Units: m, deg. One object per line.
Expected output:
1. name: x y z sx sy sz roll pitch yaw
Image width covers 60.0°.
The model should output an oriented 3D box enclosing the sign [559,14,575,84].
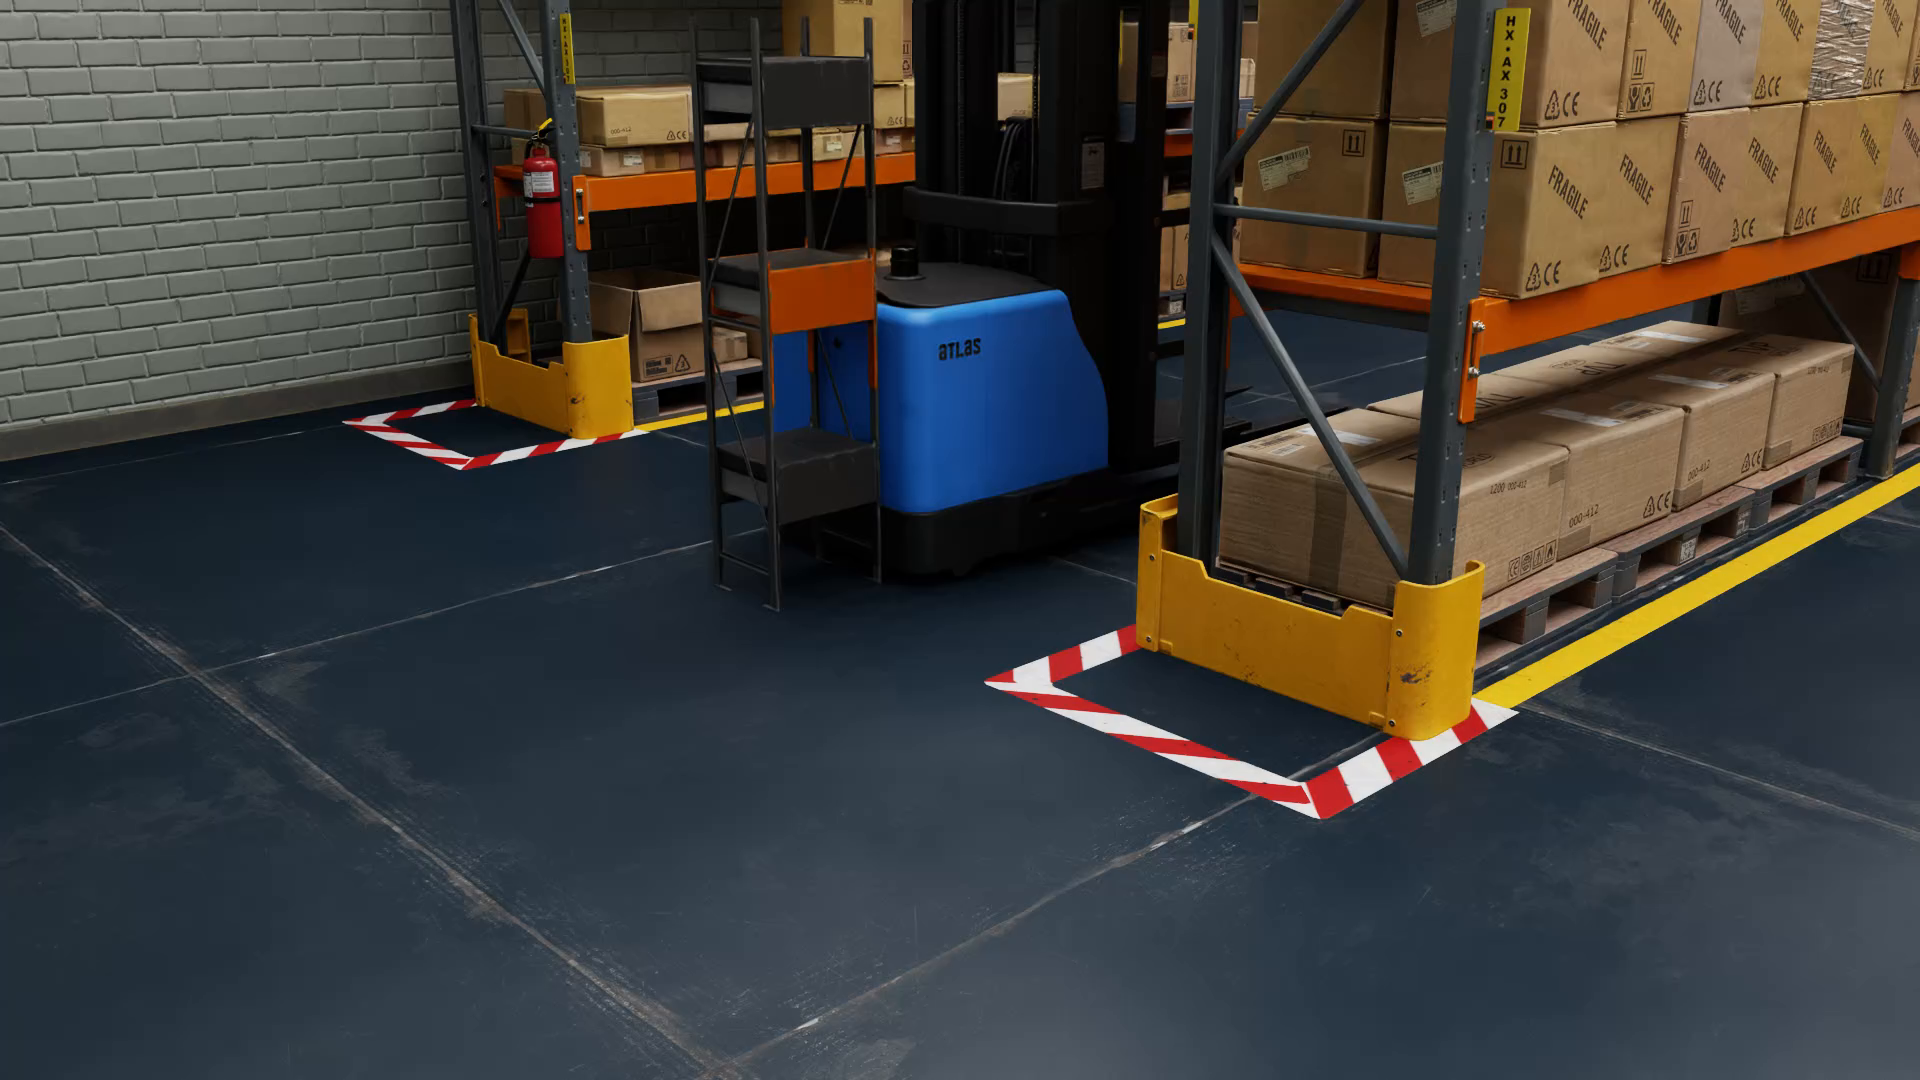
1. sign: -1.904 -2.377 8.050 0.005 0.325 0.100 -16 24 -41

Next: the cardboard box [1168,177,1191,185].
1. cardboard box: 1.610 -2.680 12.708 0.250 0.149 0.380 -16 24 -40

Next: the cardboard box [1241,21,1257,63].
1. cardboard box: 2.081 -3.510 12.105 0.500 0.500 0.700 -16 24 -41

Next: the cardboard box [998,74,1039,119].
1. cardboard box: 0.427 -2.842 10.648 0.500 0.250 0.500 -15 24 -39

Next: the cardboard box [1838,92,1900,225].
1. cardboard box: 3.511 -1.605 6.909 0.500 0.500 0.500 -17 25 -42

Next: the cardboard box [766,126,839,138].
1. cardboard box: -1.030 -2.408 9.309 0.500 0.250 0.500 -17 24 -42

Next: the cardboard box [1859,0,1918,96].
1. cardboard box: 3.515 -2.079 6.749 0.500 0.500 0.500 -17 24 -42

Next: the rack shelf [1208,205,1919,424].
1. rack shelf: 2.589 -1.057 6.548 4.000 0.370 1.077 -16 24 -41

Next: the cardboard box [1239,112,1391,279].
1. cardboard box: 1.305 -1.185 5.613 0.500 0.500 0.500 -16 24 -41

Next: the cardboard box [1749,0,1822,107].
1. cardboard box: 2.782 -1.864 6.088 0.500 0.500 0.500 -16 24 -41

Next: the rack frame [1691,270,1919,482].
1. rack frame: 4.043 -1.823 7.744 0.127 3.000 1.000 -16 24 -41

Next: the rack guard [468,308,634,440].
1. rack guard: -2.222 -0.914 8.993 0.348 0.500 1.175 -16 24 -41

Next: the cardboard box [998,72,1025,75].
1. cardboard box: 0.084 -2.960 11.013 0.500 0.250 0.500 -17 24 -41

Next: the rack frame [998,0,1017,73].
1. rack frame: 0.630 -2.935 11.172 0.127 3.000 1.000 -16 24 -41

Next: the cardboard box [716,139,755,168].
1. cardboard box: -1.304 -2.143 9.139 0.250 0.149 0.380 -15 23 -39

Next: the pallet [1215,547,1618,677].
1. pallet: 1.663 0.164 6.137 1.213 0.211 1.003 -16 24 -41

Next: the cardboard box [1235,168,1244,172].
1. cardboard box: 2.345 -2.903 13.395 0.380 0.149 0.250 17 24 41

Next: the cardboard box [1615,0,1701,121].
1. cardboard box: 2.051 -1.648 5.420 0.500 0.500 0.500 -17 25 -42

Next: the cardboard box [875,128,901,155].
1. cardboard box: -0.562 -2.368 9.832 0.250 0.149 0.380 -16 24 -41

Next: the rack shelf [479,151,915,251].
1. rack shelf: -0.824 -2.169 9.976 4.000 0.370 1.077 -16 24 -41

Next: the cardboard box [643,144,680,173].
1. cardboard box: -1.696 -2.040 8.820 0.250 0.149 0.380 -15 24 -39

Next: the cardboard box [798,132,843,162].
1. cardboard box: -0.879 -2.238 9.430 0.380 0.149 0.250 17 25 42

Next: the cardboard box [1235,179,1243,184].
1. cardboard box: 2.155 -2.625 12.537 0.250 0.149 0.380 -16 24 -41

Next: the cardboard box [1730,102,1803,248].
1. cardboard box: 2.765 -1.387 6.238 0.500 0.500 0.500 -15 23 -39

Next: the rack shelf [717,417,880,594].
1. rack shelf: -0.625 -0.144 6.339 0.480 0.518 0.431 -16 24 -40

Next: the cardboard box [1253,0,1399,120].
1. cardboard box: 1.323 -1.654 5.440 0.500 0.500 0.500 -15 23 -39

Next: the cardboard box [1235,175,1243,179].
1. cardboard box: 2.040 -2.775 13.000 0.250 0.149 0.380 -16 24 -40

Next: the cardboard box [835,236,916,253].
1. cardboard box: -0.365 -1.599 10.423 0.700 0.500 0.500 17 24 42

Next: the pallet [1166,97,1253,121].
1. pallet: 2.126 -3.278 12.542 1.213 0.211 1.003 -16 24 -41

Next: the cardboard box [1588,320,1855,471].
1. cardboard box: 3.513 -0.695 7.738 0.875 0.438 0.875 -17 24 -42

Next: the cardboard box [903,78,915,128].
1. cardboard box: -0.298 -2.630 9.994 0.500 0.250 0.500 -16 24 -41

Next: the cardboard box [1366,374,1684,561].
1. cardboard box: 2.206 -0.315 6.565 0.875 0.438 0.875 -15 24 -39

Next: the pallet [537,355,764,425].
1. pallet: -1.643 -0.946 9.560 1.213 0.211 1.003 -16 24 -41

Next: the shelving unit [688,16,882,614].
1. shelving unit: -0.625 -0.823 6.119 0.503 2.100 0.431 -16 24 -40

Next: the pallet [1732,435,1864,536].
1. pallet: 3.436 -0.353 7.731 1.213 0.211 1.003 -16 24 -41

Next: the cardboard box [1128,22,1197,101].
1. cardboard box: 1.511 -3.344 11.592 0.500 0.500 0.700 -16 24 -40

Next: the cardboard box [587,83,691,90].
1. cardboard box: -1.749 -2.423 9.356 0.500 0.250 0.500 -16 24 -41

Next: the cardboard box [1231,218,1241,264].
1. cardboard box: 1.882 -2.217 12.332 0.500 0.500 0.500 17 25 42

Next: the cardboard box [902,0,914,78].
1. cardboard box: -0.635 -3.106 10.245 0.500 0.500 0.500 -17 25 -42

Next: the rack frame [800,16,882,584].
1. rack frame: -0.444 -0.874 6.275 0.015 2.100 0.400 -16 24 -40

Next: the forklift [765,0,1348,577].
1. forklift: 0.605 -1.614 7.212 3.031 2.935 1.130 -16 24 -40

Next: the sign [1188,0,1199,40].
1. sign: 0.774 -1.763 5.299 0.005 0.325 0.100 -16 24 -41

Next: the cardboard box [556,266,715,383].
1. cardboard box: -1.767 -1.208 9.213 0.797 0.503 0.637 17 24 42

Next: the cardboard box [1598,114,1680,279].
1. cardboard box: 2.031 -1.174 5.580 0.500 0.500 0.500 -17 24 -42

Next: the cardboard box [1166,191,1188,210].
1. cardboard box: 1.400 -2.403 11.854 0.380 0.149 0.250 16 24 41

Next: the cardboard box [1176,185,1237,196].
1. cardboard box: 1.797 -2.509 12.180 0.250 0.149 0.380 -16 24 -41

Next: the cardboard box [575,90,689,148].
1. cardboard box: -1.762 -2.193 8.646 0.500 0.250 0.500 -16 24 -41

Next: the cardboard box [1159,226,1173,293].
1. cardboard box: 1.136 -1.997 11.654 0.500 0.500 0.500 -15 23 -38

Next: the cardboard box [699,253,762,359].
1. cardboard box: -1.119 -1.379 9.745 0.500 0.500 0.700 -15 23 -39
